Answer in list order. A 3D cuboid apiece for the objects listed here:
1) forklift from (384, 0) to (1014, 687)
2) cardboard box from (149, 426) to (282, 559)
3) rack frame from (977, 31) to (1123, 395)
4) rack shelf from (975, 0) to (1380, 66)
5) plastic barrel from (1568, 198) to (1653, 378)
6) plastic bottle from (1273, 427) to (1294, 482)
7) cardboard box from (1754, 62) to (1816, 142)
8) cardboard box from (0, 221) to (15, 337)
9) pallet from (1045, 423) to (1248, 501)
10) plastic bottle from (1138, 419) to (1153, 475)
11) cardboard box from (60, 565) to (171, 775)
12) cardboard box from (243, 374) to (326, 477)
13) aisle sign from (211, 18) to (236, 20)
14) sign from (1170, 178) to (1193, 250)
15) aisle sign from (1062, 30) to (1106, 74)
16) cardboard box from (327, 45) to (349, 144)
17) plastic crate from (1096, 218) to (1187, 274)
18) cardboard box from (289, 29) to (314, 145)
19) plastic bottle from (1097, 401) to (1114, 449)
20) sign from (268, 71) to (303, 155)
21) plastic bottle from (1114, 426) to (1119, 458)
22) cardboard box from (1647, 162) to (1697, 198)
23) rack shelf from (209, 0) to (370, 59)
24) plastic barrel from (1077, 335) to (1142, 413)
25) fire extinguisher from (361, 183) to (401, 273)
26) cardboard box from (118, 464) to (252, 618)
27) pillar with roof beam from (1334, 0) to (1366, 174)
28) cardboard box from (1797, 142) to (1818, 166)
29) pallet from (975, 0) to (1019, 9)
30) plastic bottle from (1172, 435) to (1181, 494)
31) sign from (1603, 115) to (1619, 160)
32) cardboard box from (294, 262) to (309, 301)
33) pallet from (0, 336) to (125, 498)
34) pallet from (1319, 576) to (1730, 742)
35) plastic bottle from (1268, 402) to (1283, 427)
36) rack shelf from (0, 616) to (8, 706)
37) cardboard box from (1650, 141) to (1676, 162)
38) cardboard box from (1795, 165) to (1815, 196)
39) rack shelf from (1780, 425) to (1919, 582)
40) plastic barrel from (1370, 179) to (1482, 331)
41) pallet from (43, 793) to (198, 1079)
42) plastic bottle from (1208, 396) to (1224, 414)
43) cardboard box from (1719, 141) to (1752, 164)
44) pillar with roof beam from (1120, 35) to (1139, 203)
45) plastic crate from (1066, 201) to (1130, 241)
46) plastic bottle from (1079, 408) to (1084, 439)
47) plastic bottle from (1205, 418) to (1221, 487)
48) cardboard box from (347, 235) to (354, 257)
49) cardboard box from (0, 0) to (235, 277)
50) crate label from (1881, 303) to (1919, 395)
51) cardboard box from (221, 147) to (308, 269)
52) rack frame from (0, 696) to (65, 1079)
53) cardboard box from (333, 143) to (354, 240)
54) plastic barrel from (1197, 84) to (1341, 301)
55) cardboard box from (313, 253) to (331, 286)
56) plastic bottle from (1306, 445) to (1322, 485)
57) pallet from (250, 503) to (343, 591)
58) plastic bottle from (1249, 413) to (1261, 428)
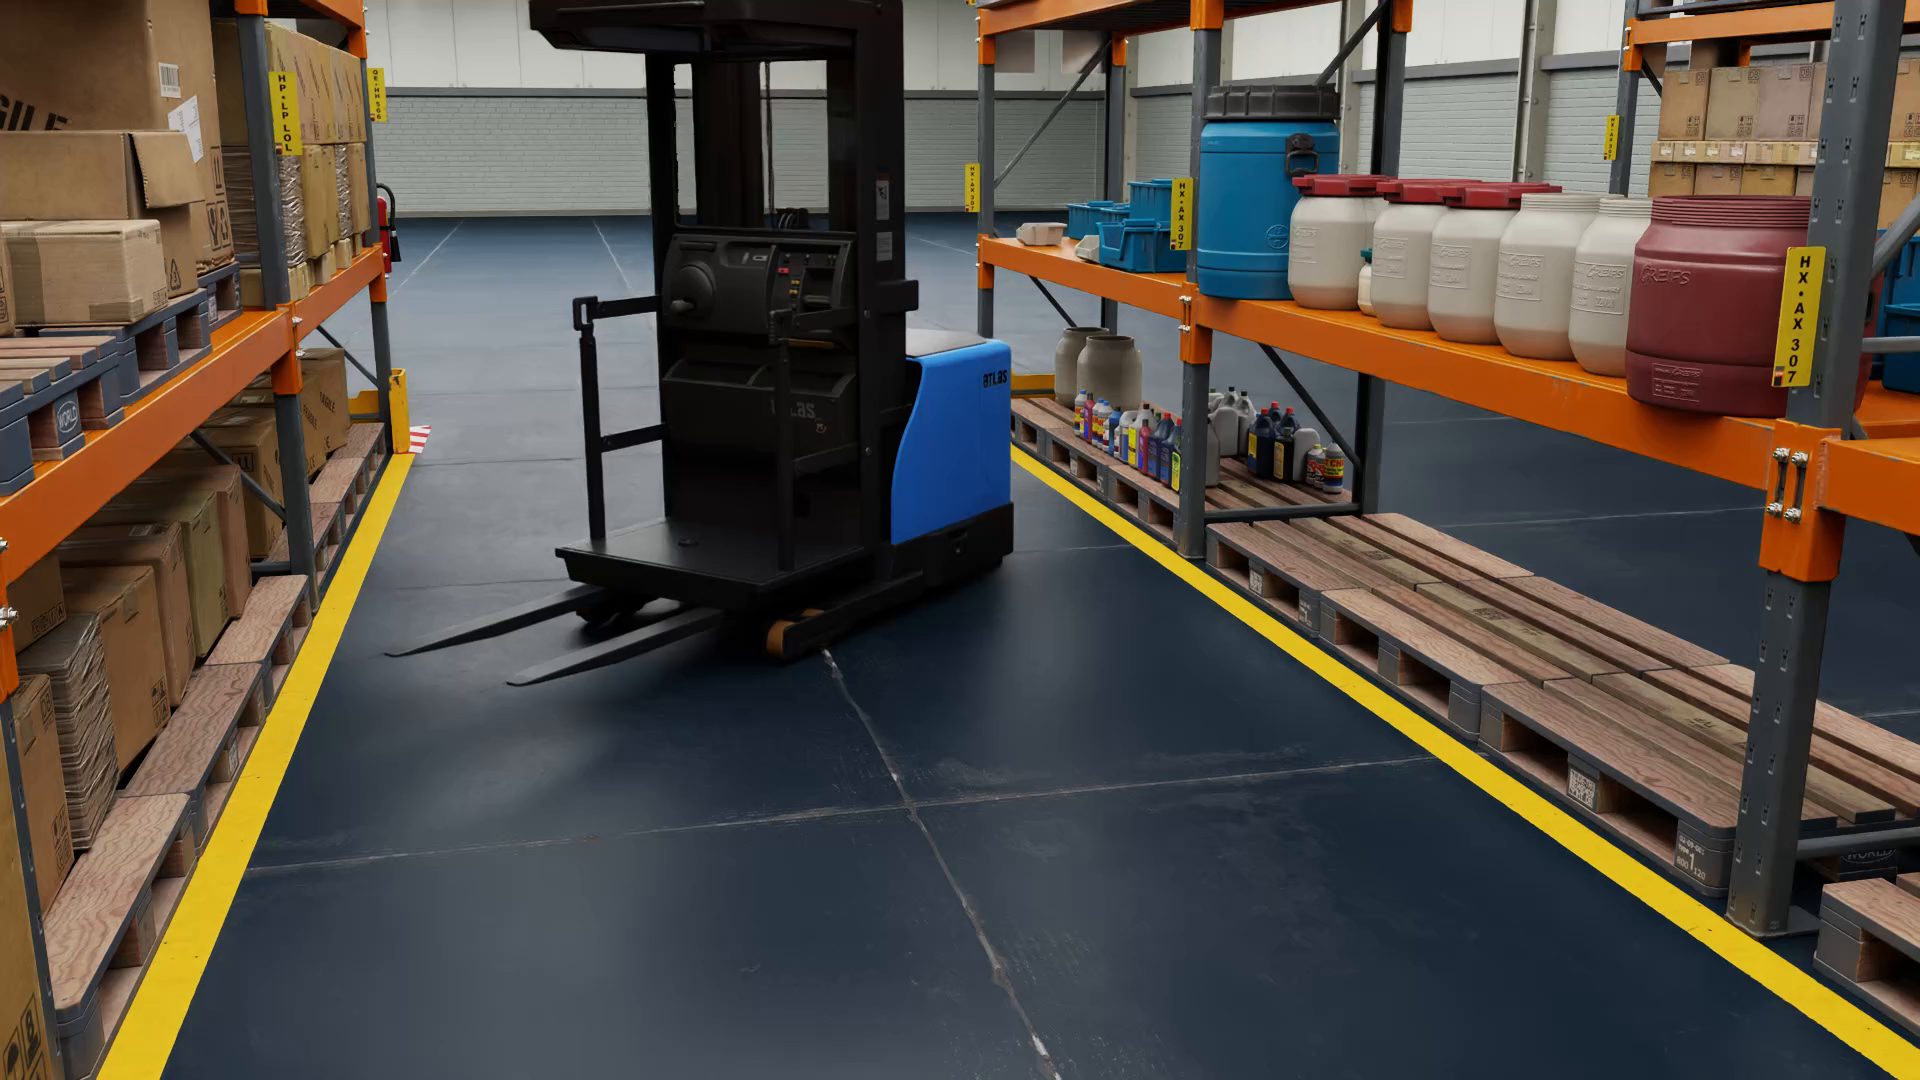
[{"bbox_3d":[-0.951,-1.072,6.640,1.130,2.935,3.031,8,16,31],"label":"forklift"},{"bbox_3d":[-3.308,-0.206,7.334,0.500,0.500,0.500,-4,14,-15],"label":"cardboard box"},{"bbox_3d":[0.622,-2.321,11.607,1.000,3.000,0.127,-3,14,-13],"label":"rack frame"},{"bbox_3d":[1.092,-2.967,9.448,1.077,0.370,4.000,-3,14,-13],"label":"rack shelf"},{"bbox_3d":[2.052,-0.755,4.963,0.421,0.512,0.421,0,14,0],"label":"plastic barrel"},{"bbox_3d":[1.707,-0.457,8.776,0.061,0.283,0.133,-3,14,-13],"label":"plastic bottle"},{"bbox_3d":[5.796,-2.917,11.103,0.700,0.500,0.500,-3,14,-13],"label":"cardboard box"},{"bbox_3d":[-2.707,-0.698,3.867,0.700,0.500,0.500,-1,14,-5],"label":"cardboard box"},{"bbox_3d":[1.154,-0.483,9.959,1.003,0.211,1.213,-3,14,-13],"label":"pallet"},{"bbox_3d":[1.006,-0.505,8.968,0.061,0.283,0.133,-2,14,-9],"label":"plastic bottle"},{"bbox_3d":[-2.773,0.390,4.850,0.700,0.500,0.500,-2,14,-8],"label":"cardboard box"},{"bbox_3d":[-3.760,-0.608,8.979,0.500,0.500,0.500,-2,14,-8],"label":"cardboard box"},{"bbox_3d":[-4.498,-3.305,10.159,0.394,0.787,0.004,-3,14,-13],"label":"aisle sign"},{"bbox_3d":[1.024,-1.505,7.682,0.100,0.325,0.005,-3,14,-13],"label":"sign"},{"bbox_3d":[0.894,-3.617,11.434,0.394,0.787,0.004,-3,14,-13],"label":"aisle sign"},{"bbox_3d":[-3.585,-2.380,8.905,0.500,0.500,0.500,-3,14,-13],"label":"cardboard box"},{"bbox_3d":[1.038,-1.566,8.831,0.499,0.251,0.616,-3,14,-13],"label":"plastic crate"},{"bbox_3d":[-3.230,-2.034,7.489,0.500,0.500,0.500,-3,14,-13],"label":"cardboard box"},{"bbox_3d":[0.849,-0.672,9.678,0.097,0.271,0.097,0,14,0],"label":"plastic bottle"},{"bbox_3d":[-2.714,-1.716,6.693,0.100,0.325,0.005,-3,14,-13],"label":"sign"},{"bbox_3d":[0.921,-0.567,9.398,0.097,0.201,0.097,0,14,0],"label":"plastic bottle"},{"bbox_3d":[5.535,-2.536,12.278,0.700,0.500,0.500,-3,14,-13],"label":"cardboard box"},{"bbox_3d":[-3.722,-2.691,8.318,1.077,0.370,4.000,-3,14,-13],"label":"rack shelf"},{"bbox_3d":[0.969,-1.053,10.775,0.421,0.512,0.421,0,14,0],"label":"plastic barrel"},{"bbox_3d":[-3.771,-2.060,10.700,0.296,0.674,0.183,-3,14,-13],"label":"fire extinguisher"},{"bbox_3d":[-3.129,0.021,6.360,0.700,0.500,0.500,-4,14,-18],"label":"cardboard box"},{"bbox_3d":[2.845,-9.587,28.706,9.100,9.000,0.400,-3,14,-13],"label":"pillar with roof beam"},{"bbox_3d":[5.681,-2.503,10.774,0.380,0.149,0.250,-3,14,-13],"label":"cardboard box"},{"bbox_3d":[0.721,-3.490,10.470,1.003,0.211,1.213,-3,14,-13],"label":"pallet"},{"bbox_3d":[1.128,-0.385,8.479,0.061,0.283,0.133,-3,14,-10],"label":"plastic bottle"},{"bbox_3d":[4.897,-3.026,12.501,0.100,0.325,0.005,-3,14,-13],"label":"sign"},{"bbox_3d":[-3.057,-1.125,7.241,0.380,0.149,0.250,-3,14,-13],"label":"cardboard box"},{"bbox_3d":[-2.584,-0.265,3.595,1.213,0.211,1.003,-3,14,-13],"label":"pallet"},{"bbox_3d":[2.074,0.417,6.274,1.003,0.211,1.213,-3,14,-13],"label":"pallet"},{"bbox_3d":[1.731,-0.578,9.128,0.144,0.351,0.185,-4,14,-16],"label":"plastic bottle"},{"bbox_3d":[-1.844,0.611,1.120,1.077,0.370,4.000,-3,14,-13],"label":"rack shelf"},{"bbox_3d":[5.321,-2.857,12.225,0.380,0.149,0.250,-3,14,-14],"label":"cardboard box"},{"bbox_3d":[5.901,-2.179,10.817,0.700,0.500,0.500,-3,14,-11],"label":"cardboard box"},{"bbox_3d":[2.971,0.335,2.250,1.077,0.370,4.000,-3,14,-13],"label":"rack shelf"},{"bbox_3d":[1.745,-1.062,6.168,0.433,0.535,0.433,0,14,0],"label":"plastic barrel"},{"bbox_3d":[-2.495,0.975,3.992,1.003,0.211,1.213,-3,14,-13],"label":"pallet"},{"bbox_3d":[1.545,-0.721,9.869,0.152,0.276,0.135,-4,14,-15],"label":"plastic bottle"},{"bbox_3d":[5.500,-2.681,11.502,0.380,0.149,0.250,-4,14,-14],"label":"cardboard box"},{"bbox_3d":[0.027,-12.355,40.037,9.100,9.000,0.400,-3,14,-13],"label":"pillar with roof beam"},{"bbox_3d":[1.031,-2.150,11.221,0.499,0.251,0.616,-3,14,-13],"label":"plastic crate"},{"bbox_3d":[0.769,-0.716,10.006,0.097,0.201,0.097,0,14,0],"label":"plastic bottle"},{"bbox_3d":[1.270,-0.466,8.668,0.144,0.351,0.185,-3,14,-13],"label":"plastic bottle"},{"bbox_3d":[-3.714,-1.698,9.585,0.380,0.149,0.250,-3,14,-13],"label":"cardboard box"},{"bbox_3d":[-3.202,-1.427,5.797,1.000,1.000,1.000,-3,14,-13],"label":"cardboard box"},{"bbox_3d":[2.766,-0.512,4.556,0.303,0.233,0.416,-3,14,-13],"label":"crate label"},{"bbox_3d":[-3.298,-1.423,7.092,0.875,0.500,0.500,-3,14,-13],"label":"cardboard box"},{"bbox_3d":[-2.317,-0.199,2.922,0.949,2.616,0.053,-3,14,-13],"label":"rack frame"},{"bbox_3d":[-3.780,-1.883,8.978,0.875,0.500,0.500,-3,14,-13],"label":"cardboard box"},{"bbox_3d":[1.358,-1.536,7.337,0.600,0.901,0.708,-3,14,-13],"label":"plastic barrel"},{"bbox_3d":[-3.229,-1.298,7.950,0.380,0.149,0.250,-3,14,-13],"label":"cardboard box"},{"bbox_3d":[1.865,-0.398,8.703,0.097,0.201,0.097,0,14,0],"label":"plastic bottle"},{"bbox_3d":[-3.445,0.079,7.657,1.003,0.211,1.213,-3,14,-13],"label":"pallet"},{"bbox_3d":[1.660,-0.571,9.267,0.097,0.271,0.097,0,14,0],"label":"plastic bottle"}]
